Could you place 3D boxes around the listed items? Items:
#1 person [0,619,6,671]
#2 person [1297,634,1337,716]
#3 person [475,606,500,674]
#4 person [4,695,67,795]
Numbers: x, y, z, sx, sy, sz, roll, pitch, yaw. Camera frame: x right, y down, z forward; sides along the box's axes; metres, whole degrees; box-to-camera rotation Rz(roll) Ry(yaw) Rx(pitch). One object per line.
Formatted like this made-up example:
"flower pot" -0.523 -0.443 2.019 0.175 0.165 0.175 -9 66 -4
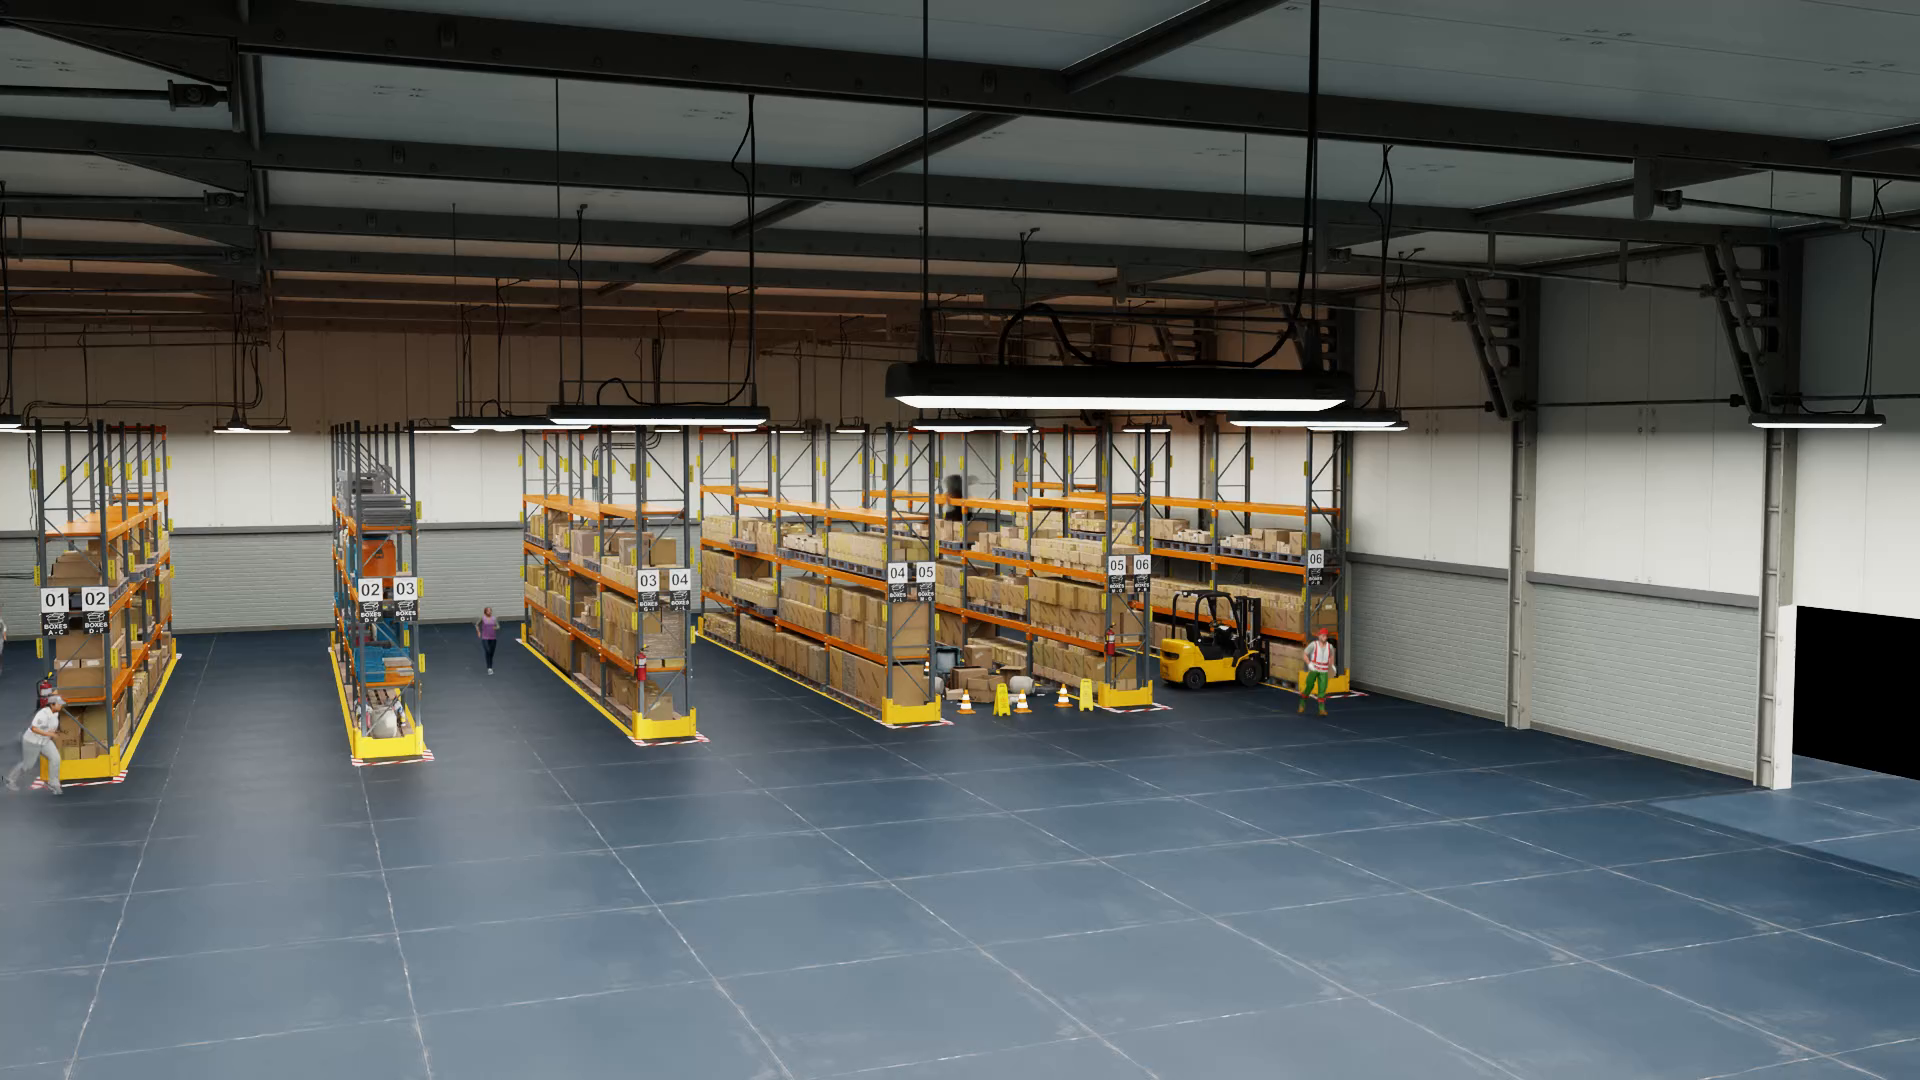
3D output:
"person" -22.832 2.449 39.310 0.498 1.626 0.810 -2 4 -28
"person" 7.336 2.704 33.831 0.708 1.720 1.008 -1 4 -9
"person" -11.381 2.394 40.135 0.548 1.591 0.888 -2 4 -29
"person" -14.796 3.295 26.615 1.027 1.628 0.639 0 4 1
